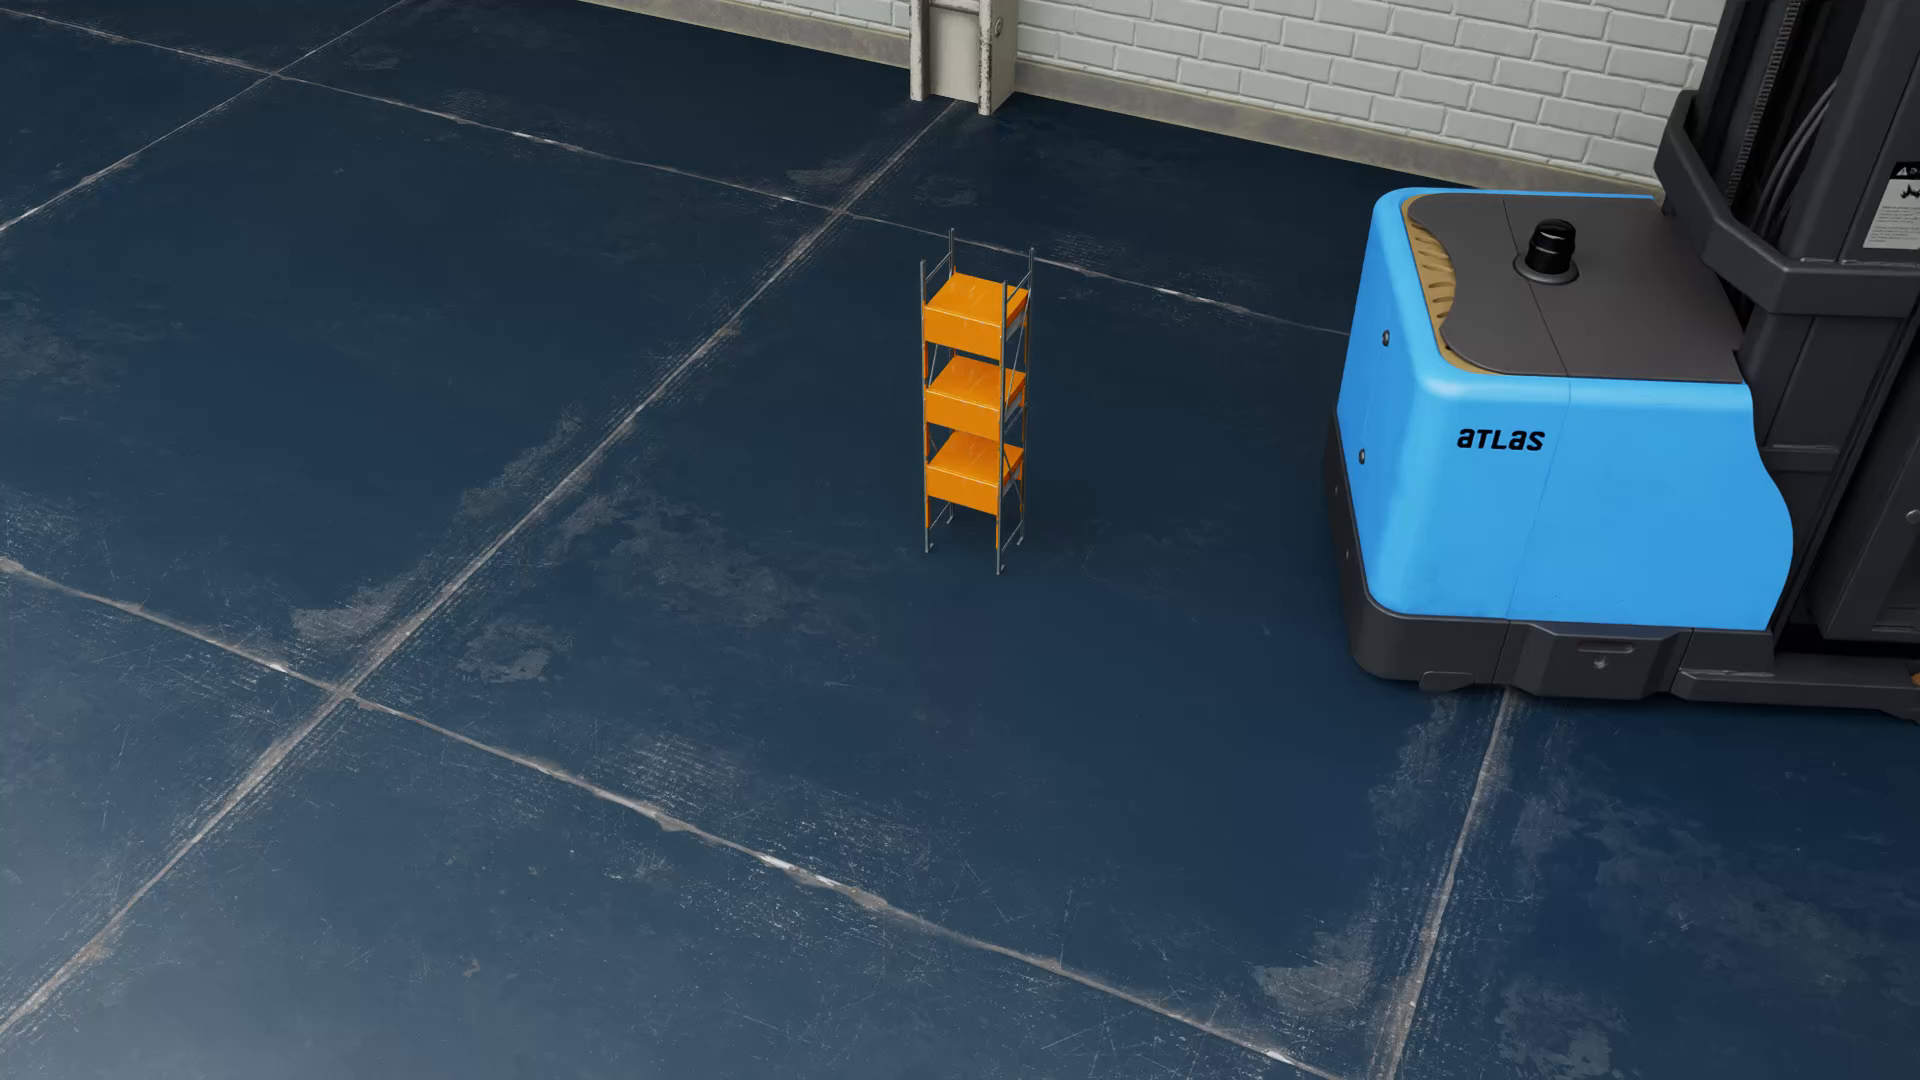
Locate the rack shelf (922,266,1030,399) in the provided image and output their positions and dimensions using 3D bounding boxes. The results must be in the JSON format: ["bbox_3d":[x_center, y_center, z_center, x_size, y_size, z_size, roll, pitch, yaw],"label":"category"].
[{"bbox_3d":[0.048,-0.588,4.710,0.240,0.259,0.215,17,44,19],"label":"rack shelf"}]

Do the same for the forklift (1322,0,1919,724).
[{"bbox_3d":[2.660,-0.942,4.099,3.031,2.935,1.130,2,41,3],"label":"forklift"}]

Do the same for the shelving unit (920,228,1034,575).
[{"bbox_3d":[0.048,-0.382,4.889,0.252,1.050,0.215,17,44,19],"label":"shelving unit"}]

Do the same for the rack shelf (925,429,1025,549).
[{"bbox_3d":[0.048,-0.164,5.078,0.240,0.259,0.215,17,44,19],"label":"rack shelf"}]

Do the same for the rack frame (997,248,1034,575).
[{"bbox_3d":[0.159,-0.348,4.850,0.008,1.050,0.200,17,44,19],"label":"rack frame"}]

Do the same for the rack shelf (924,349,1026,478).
[{"bbox_3d":[0.048,-0.374,4.896,0.240,0.259,0.215,17,44,19],"label":"rack shelf"}]

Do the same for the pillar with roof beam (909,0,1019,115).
[{"bbox_3d":[-1.803,-2.890,1.713,0.400,9.000,9.100,17,44,19],"label":"pillar with roof beam"}]

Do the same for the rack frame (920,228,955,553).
[{"bbox_3d":[-0.062,-0.416,4.928,0.008,1.050,0.200,17,44,19],"label":"rack frame"}]
